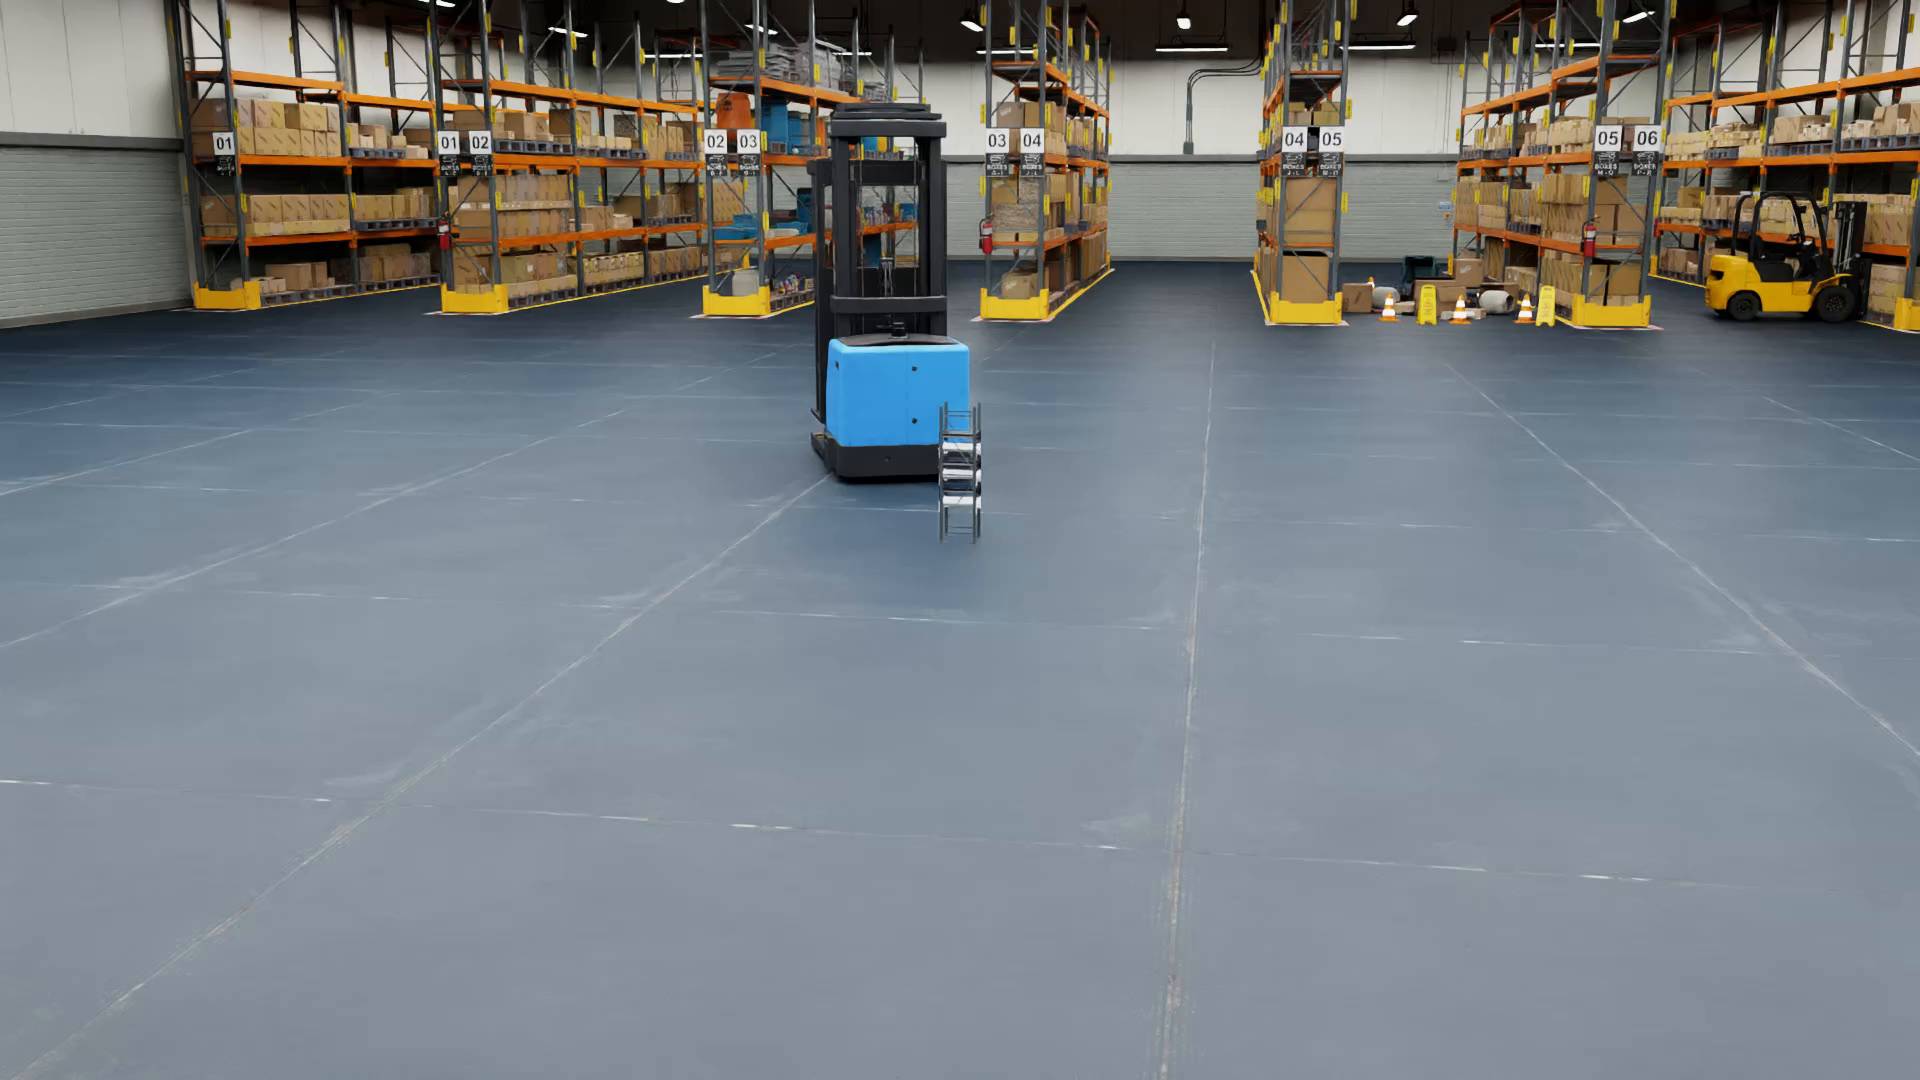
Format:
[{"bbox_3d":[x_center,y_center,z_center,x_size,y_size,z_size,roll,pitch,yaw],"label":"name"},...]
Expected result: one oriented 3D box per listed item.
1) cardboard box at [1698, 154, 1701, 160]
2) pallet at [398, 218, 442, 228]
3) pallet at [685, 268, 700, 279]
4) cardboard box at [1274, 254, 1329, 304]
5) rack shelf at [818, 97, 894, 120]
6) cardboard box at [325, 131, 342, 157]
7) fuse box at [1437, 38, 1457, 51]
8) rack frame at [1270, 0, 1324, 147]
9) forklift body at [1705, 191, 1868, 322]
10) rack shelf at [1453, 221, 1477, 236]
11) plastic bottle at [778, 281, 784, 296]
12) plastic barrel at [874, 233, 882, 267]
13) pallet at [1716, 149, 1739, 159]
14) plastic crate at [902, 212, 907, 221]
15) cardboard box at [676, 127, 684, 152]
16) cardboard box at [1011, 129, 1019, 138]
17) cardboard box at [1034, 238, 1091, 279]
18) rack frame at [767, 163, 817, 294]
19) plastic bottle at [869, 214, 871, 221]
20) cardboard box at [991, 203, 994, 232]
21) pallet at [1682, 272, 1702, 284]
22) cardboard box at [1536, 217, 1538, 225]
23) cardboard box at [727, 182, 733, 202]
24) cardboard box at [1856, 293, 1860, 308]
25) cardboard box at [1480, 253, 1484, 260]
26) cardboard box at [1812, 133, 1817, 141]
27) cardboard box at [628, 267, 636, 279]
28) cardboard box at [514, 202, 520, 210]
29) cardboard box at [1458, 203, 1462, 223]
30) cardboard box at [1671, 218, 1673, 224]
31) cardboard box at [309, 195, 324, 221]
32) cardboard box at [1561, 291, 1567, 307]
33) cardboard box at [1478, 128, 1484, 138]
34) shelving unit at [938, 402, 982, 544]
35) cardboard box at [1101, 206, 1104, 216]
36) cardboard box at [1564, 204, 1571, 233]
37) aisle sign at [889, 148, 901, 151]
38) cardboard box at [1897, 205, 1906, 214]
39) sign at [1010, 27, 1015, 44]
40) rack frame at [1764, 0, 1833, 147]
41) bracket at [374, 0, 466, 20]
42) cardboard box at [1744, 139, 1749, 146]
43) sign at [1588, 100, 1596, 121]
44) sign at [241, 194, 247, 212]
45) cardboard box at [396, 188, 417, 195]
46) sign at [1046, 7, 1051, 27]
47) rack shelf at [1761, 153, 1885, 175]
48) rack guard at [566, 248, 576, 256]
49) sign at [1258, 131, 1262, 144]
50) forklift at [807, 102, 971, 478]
[{"bbox_3d":[17.336,-8.878,38.546,0.380,0.149,0.250,2,12,11],"label":"cardboard box"},{"bbox_3d":[-12.518,-7.228,37.869,1.213,0.211,1.003,2,12,9],"label":"pallet"},{"bbox_3d":[-7.091,-6.613,41.178,1.003,0.211,1.213,2,12,9],"label":"pallet"},{"bbox_3d":[5.864,-4.455,28.593,0.875,0.875,0.875,2,12,9],"label":"cardboard box"},{"bbox_3d":[-2.417,-9.955,38.481,1.077,0.370,4.000,2,12,9],"label":"rack shelf"},{"bbox_3d":[-12.962,-8.053,33.833,0.500,0.500,0.500,2,12,10],"label":"cardboard box"},{"bbox_3d":[13.782,-14.011,47.050,0.513,0.334,0.176,2,12,9],"label":"fuse box"},{"bbox_3d":[7.055,-9.743,34.844,1.000,3.000,0.127,2,12,9],"label":"rack frame"},{"bbox_3d":[14.126,-4.885,28.554,2.313,2.155,1.214,2,12,9],"label":"forklift body"},{"bbox_3d":[12.885,-7.569,40.700,1.077,0.370,4.000,2,12,9],"label":"rack shelf"},{"bbox_3d":[-3.368,-4.736,31.282,0.097,0.271,0.097,0,12,0],"label":"plastic bottle"},{"bbox_3d":[-2.209,-7.052,40.581,0.600,0.901,0.708,2,12,9],"label":"plastic barrel"},{"bbox_3d":[17.156,-8.369,36.032,1.213,0.211,1.003,2,12,9],"label":"pallet"},{"bbox_3d":[-1.556,-8.330,42.780,0.416,0.233,0.300,2,12,9],"label":"plastic crate"},{"bbox_3d":[-7.153,-9.814,40.819,0.600,0.600,0.600,1,12,3],"label":"cardboard box"},{"bbox_3d":[0.830,-7.033,28.798,0.380,0.149,0.250,1,12,7],"label":"cardboard box"},{"bbox_3d":[2.297,-6.302,37.162,1.225,0.875,0.875,1,12,6],"label":"cardboard box"},{"bbox_3d":[-3.339,-6.320,33.200,1.000,3.000,0.127,2,12,9],"label":"rack frame"},{"bbox_3d":[-2.116,-7.433,38.670,0.097,0.271,0.097,0,12,0],"label":"plastic bottle"},{"bbox_3d":[1.010,-5.743,29.578,0.875,0.500,0.500,2,12,9],"label":"cardboard box"},{"bbox_3d":[17.589,-6.124,38.907,1.003,0.211,1.213,2,12,9],"label":"pallet"},{"bbox_3d":[11.211,-6.091,31.738,0.380,0.149,0.250,2,12,7],"label":"cardboard box"},{"bbox_3d":[-6.336,-9.202,43.963,0.500,0.500,0.500,2,12,10],"label":"cardboard box"},{"bbox_3d":[15.626,-4.131,28.572,0.500,0.250,0.500,2,12,10],"label":"cardboard box"},{"bbox_3d":[12.780,-6.584,39.509,0.875,0.438,0.875,2,12,8],"label":"cardboard box"},{"bbox_3d":[16.121,-7.515,30.986,0.380,0.149,0.250,2,12,9],"label":"cardboard box"},{"bbox_3d":[-7.534,-5.950,37.014,0.500,0.250,0.500,2,12,8],"label":"cardboard box"},{"bbox_3d":[-8.457,-6.249,31.092,0.380,0.149,0.250,2,12,8],"label":"cardboard box"},{"bbox_3d":[12.785,-8.189,41.633,0.500,0.500,0.500,2,12,8],"label":"cardboard box"},{"bbox_3d":[17.677,-7.833,40.817,0.380,0.149,0.250,2,12,10],"label":"cardboard box"},{"bbox_3d":[-13.055,-6.627,33.153,0.500,0.500,0.500,2,12,7],"label":"cardboard box"},{"bbox_3d":[10.678,-4.152,28.668,0.500,0.250,0.500,2,12,9],"label":"cardboard box"},{"bbox_3d":[12.753,-9.557,39.619,0.797,0.503,0.637,3,12,13],"label":"cardboard box"},{"bbox_3d":[0.001,-0.442,10.906,0.258,0.900,0.210,2,12,9],"label":"shelving unit"},{"bbox_3d":[3.431,-8.409,42.541,0.500,0.250,0.500,1,12,7],"label":"cardboard box"},{"bbox_3d":[10.705,-5.530,28.591,0.500,0.500,0.500,2,12,8],"label":"cardboard box"},{"bbox_3d":[-1.776,-10.114,44.631,0.394,0.787,0.004,2,12,9],"label":"aisle sign"},{"bbox_3d":[15.423,-5.347,26.909,0.380,0.149,0.250,2,12,10],"label":"cardboard box"},{"bbox_3d":[1.005,-9.643,31.786,0.100,0.325,0.005,2,12,9],"label":"sign"},{"bbox_3d":[16.867,-9.444,33.454,1.000,3.000,0.127,2,12,9],"label":"rack frame"},{"bbox_3d":[-12.757,-12.535,39.253,0.076,0.066,4.783,2,12,9],"label":"bracket"},{"bbox_3d":[16.908,-8.448,35.362,0.380,0.149,0.250,2,12,10],"label":"cardboard box"},{"bbox_3d":[10.186,-6.927,26.795,0.100,0.325,0.005,2,12,9],"label":"sign"},{"bbox_3d":[-13.208,-6.214,30.653,0.100,0.325,0.005,2,12,9],"label":"sign"},{"bbox_3d":[-12.572,-7.915,37.777,0.380,0.149,0.250,0,12,-1],"label":"cardboard box"},{"bbox_3d":[1.476,-8.737,27.771,0.100,0.325,0.005,2,12,9],"label":"sign"},{"bbox_3d":[16.560,-7.210,31.914,1.077,0.370,4.000,2,12,9],"label":"rack shelf"},{"bbox_3d":[-11.279,-7.922,46.567,1.175,0.500,0.348,2,12,9],"label":"rack guard"},{"bbox_3d":[7.749,-10.387,42.876,0.100,0.325,0.005,2,12,9],"label":"sign"},{"bbox_3d":[-0.700,-2.183,14.167,1.130,2.935,3.031,-2,12,-11],"label":"forklift"}]
